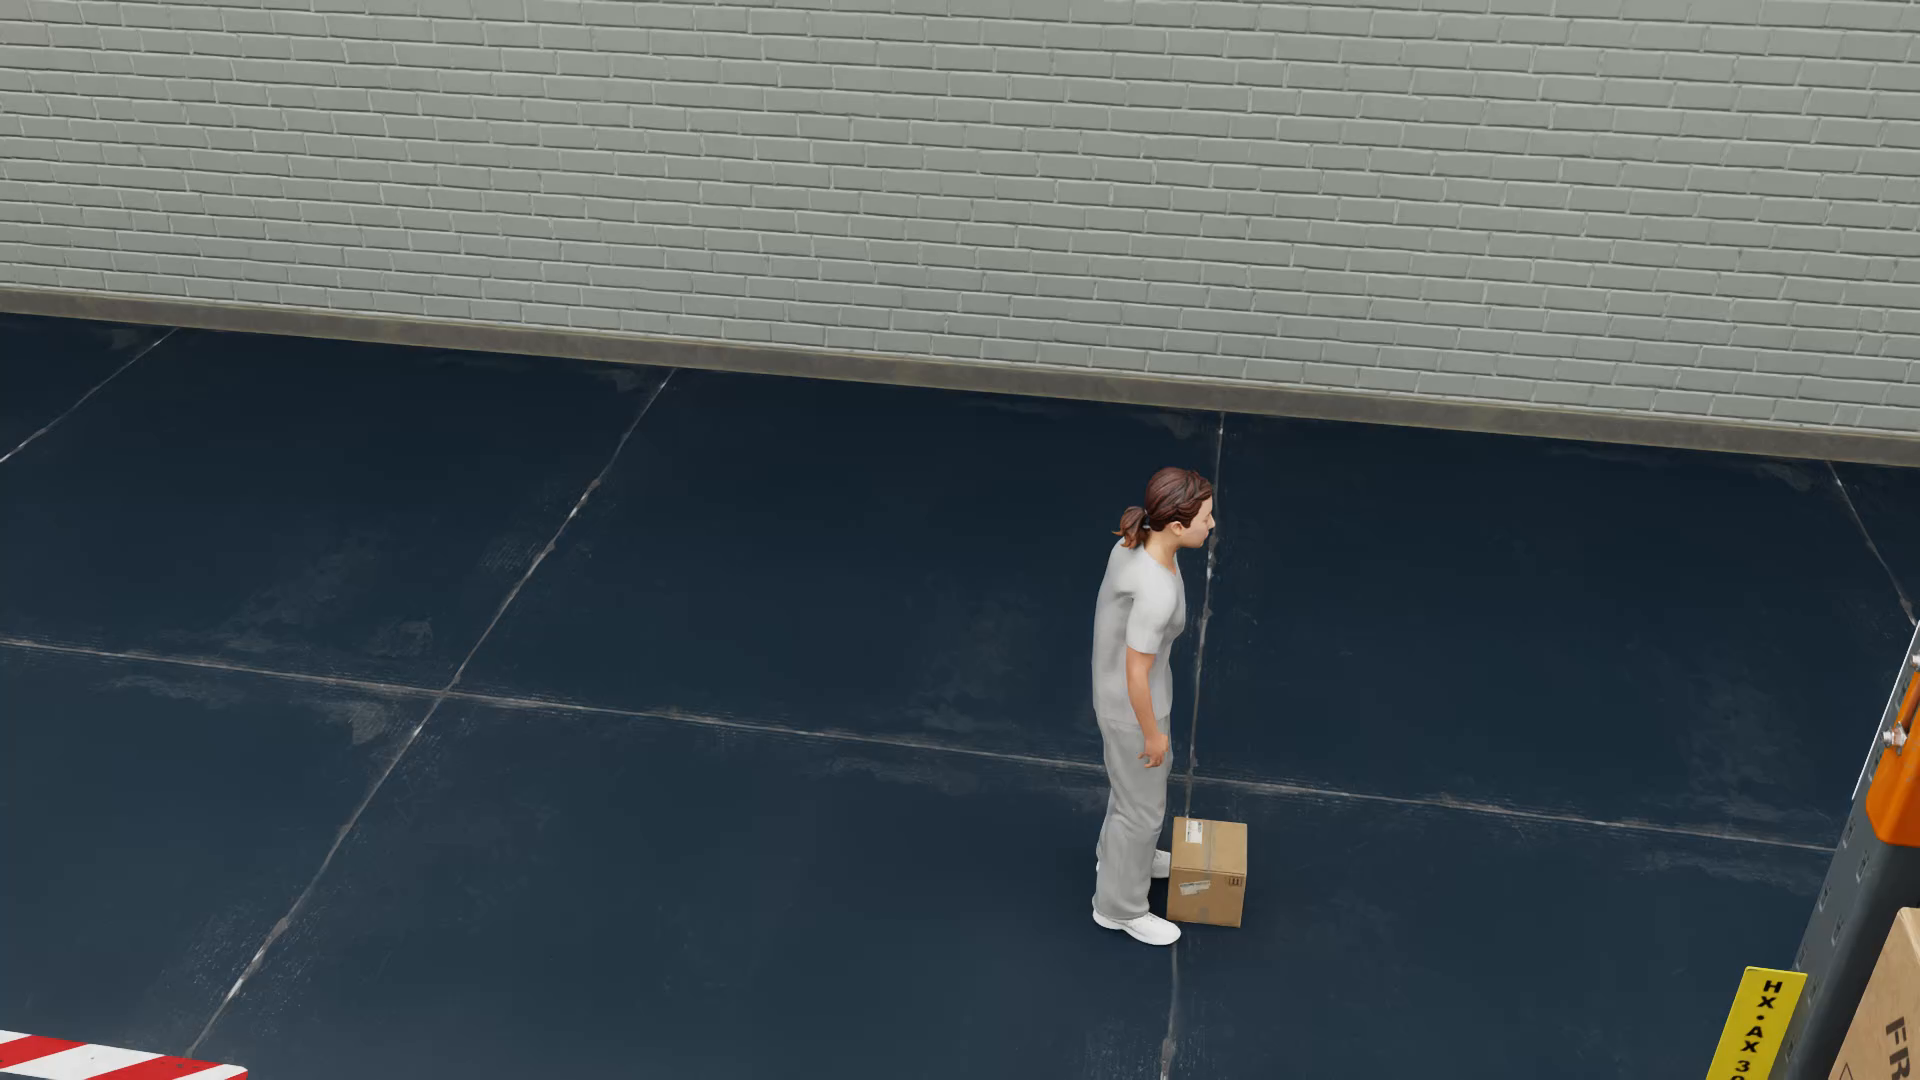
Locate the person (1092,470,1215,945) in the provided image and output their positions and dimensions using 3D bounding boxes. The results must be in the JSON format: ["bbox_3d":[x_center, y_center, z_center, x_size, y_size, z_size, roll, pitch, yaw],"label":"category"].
[{"bbox_3d":[0.597,0.518,5.326,0.360,1.672,0.485,5,33,8],"label":"person"}]
